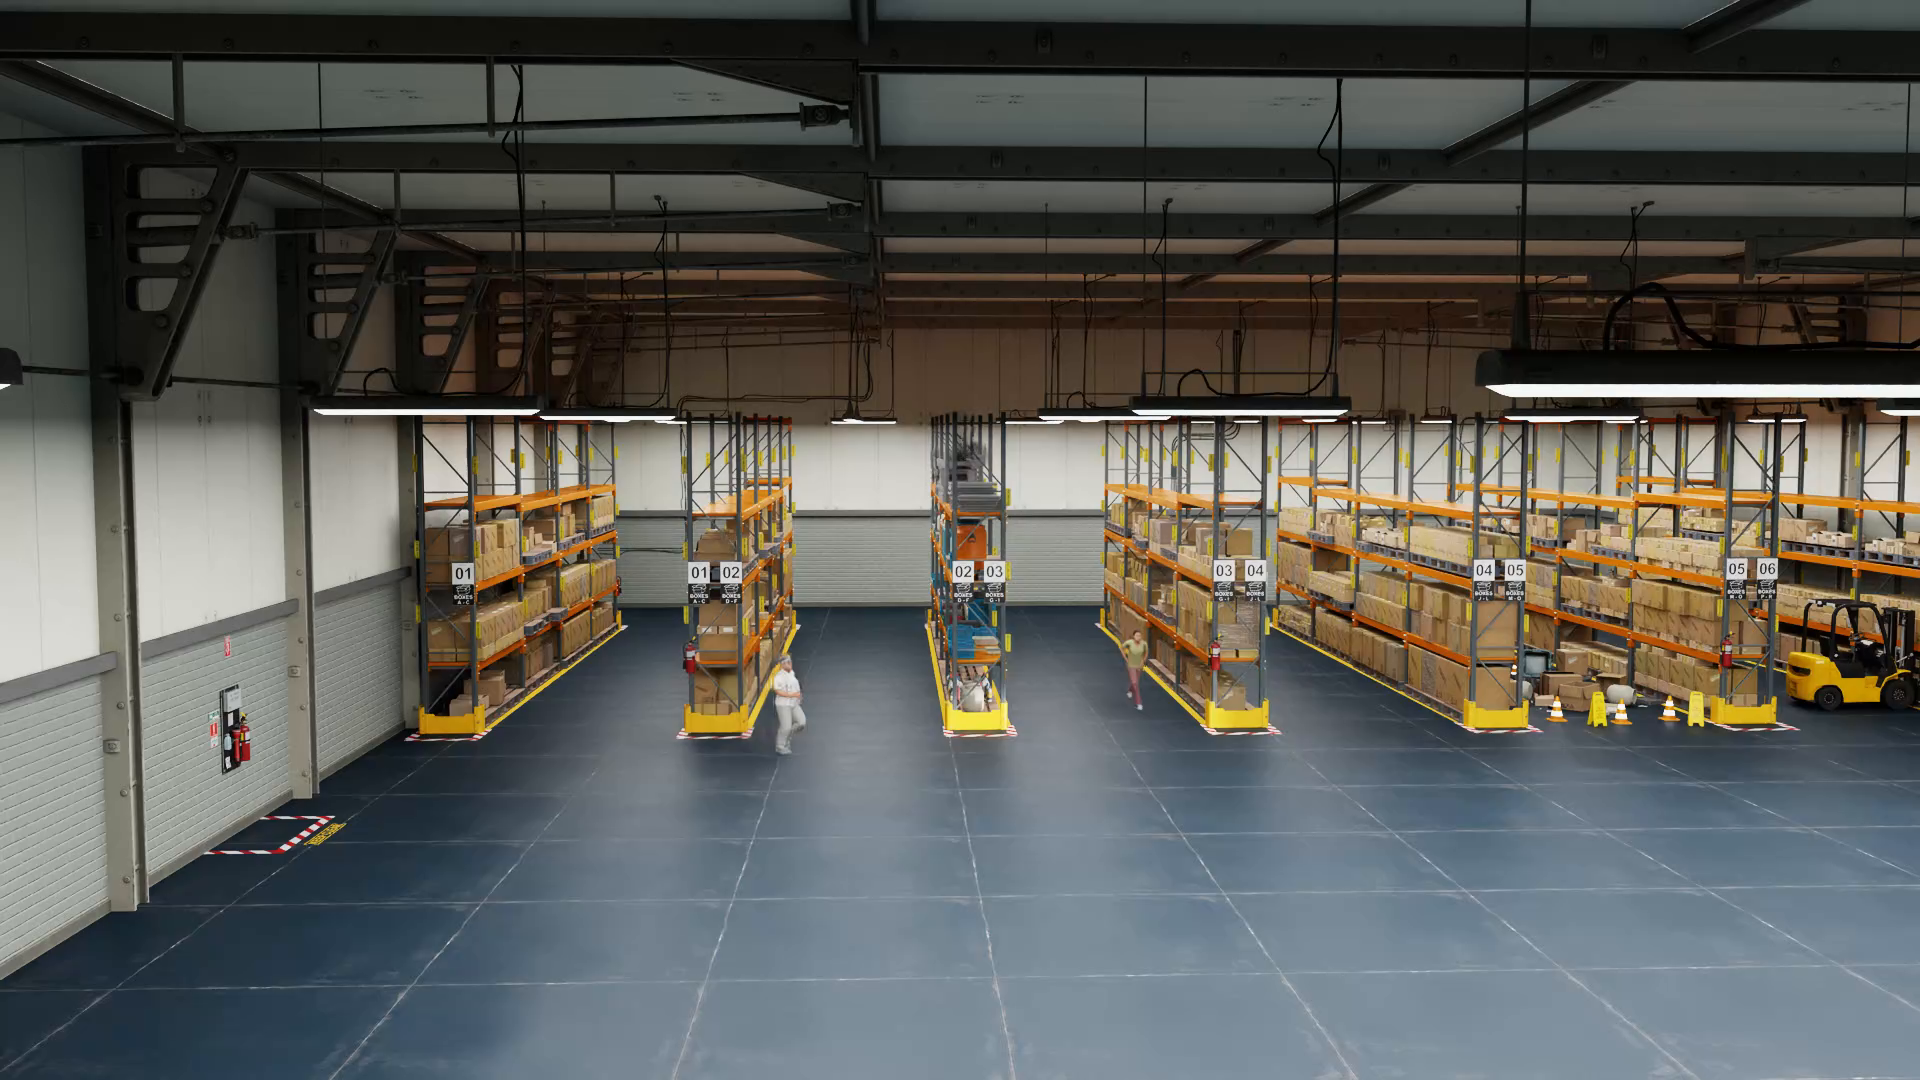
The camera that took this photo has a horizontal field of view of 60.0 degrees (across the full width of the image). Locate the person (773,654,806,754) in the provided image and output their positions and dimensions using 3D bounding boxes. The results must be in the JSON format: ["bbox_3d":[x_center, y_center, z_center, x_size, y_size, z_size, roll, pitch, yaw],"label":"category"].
[{"bbox_3d":[-2.967,2.866,29.088,0.607,1.743,0.651,2,5,31],"label":"person"}]

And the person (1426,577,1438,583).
[{"bbox_3d":[14.026,1.584,49.335,0.552,1.580,0.647,0,4,7],"label":"person"}]

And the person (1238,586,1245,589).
[{"bbox_3d":[7.831,1.669,46.306,0.761,1.763,0.982,1,4,10],"label":"person"}]

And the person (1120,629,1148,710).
[{"bbox_3d":[3.550,2.622,34.069,0.584,1.659,0.884,0,4,-7],"label":"person"}]
